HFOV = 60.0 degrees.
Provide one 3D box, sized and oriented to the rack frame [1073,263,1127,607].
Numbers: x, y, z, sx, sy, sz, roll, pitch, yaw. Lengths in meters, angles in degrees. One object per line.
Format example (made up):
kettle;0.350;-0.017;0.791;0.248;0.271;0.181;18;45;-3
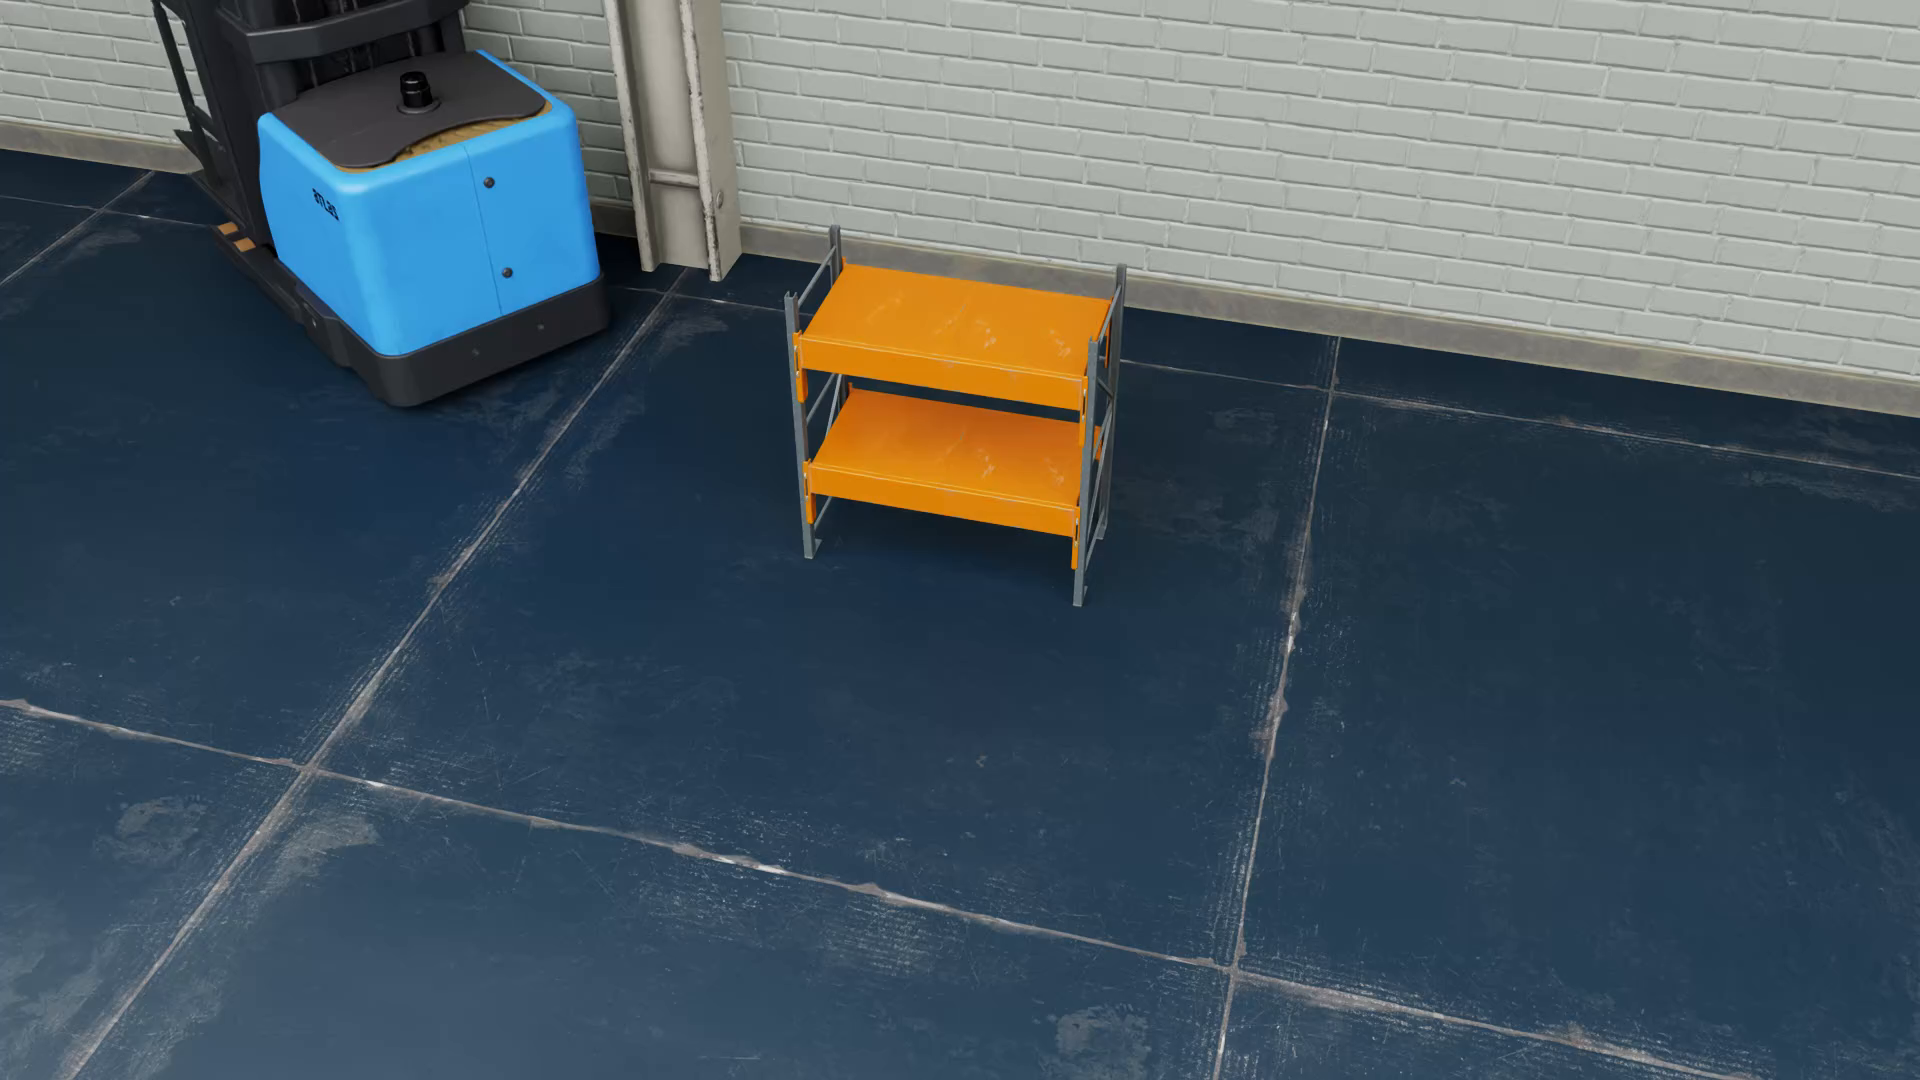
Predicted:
rack frame;0.485;-0.347;5.789;0.032;1.125;0.500;10;41;11

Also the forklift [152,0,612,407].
forklift;-2.862;-2.541;6.997;1.130;2.935;3.031;-29;48;-30

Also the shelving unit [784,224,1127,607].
shelving unit;-0.007;-0.432;5.890;1.048;1.125;0.538;10;41;11

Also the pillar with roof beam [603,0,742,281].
pillar with roof beam;-2.368;-2.091;1.743;0.400;9.000;9.100;10;41;11

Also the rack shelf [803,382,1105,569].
rack shelf;-0.007;-0.245;6.047;1.000;0.278;0.538;10;41;11

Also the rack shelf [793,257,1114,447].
rack shelf;-0.007;-0.656;5.701;1.000;0.278;0.538;10;41;11

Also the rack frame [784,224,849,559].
rack frame;-0.498;-0.516;5.990;0.032;1.125;0.500;10;41;11
